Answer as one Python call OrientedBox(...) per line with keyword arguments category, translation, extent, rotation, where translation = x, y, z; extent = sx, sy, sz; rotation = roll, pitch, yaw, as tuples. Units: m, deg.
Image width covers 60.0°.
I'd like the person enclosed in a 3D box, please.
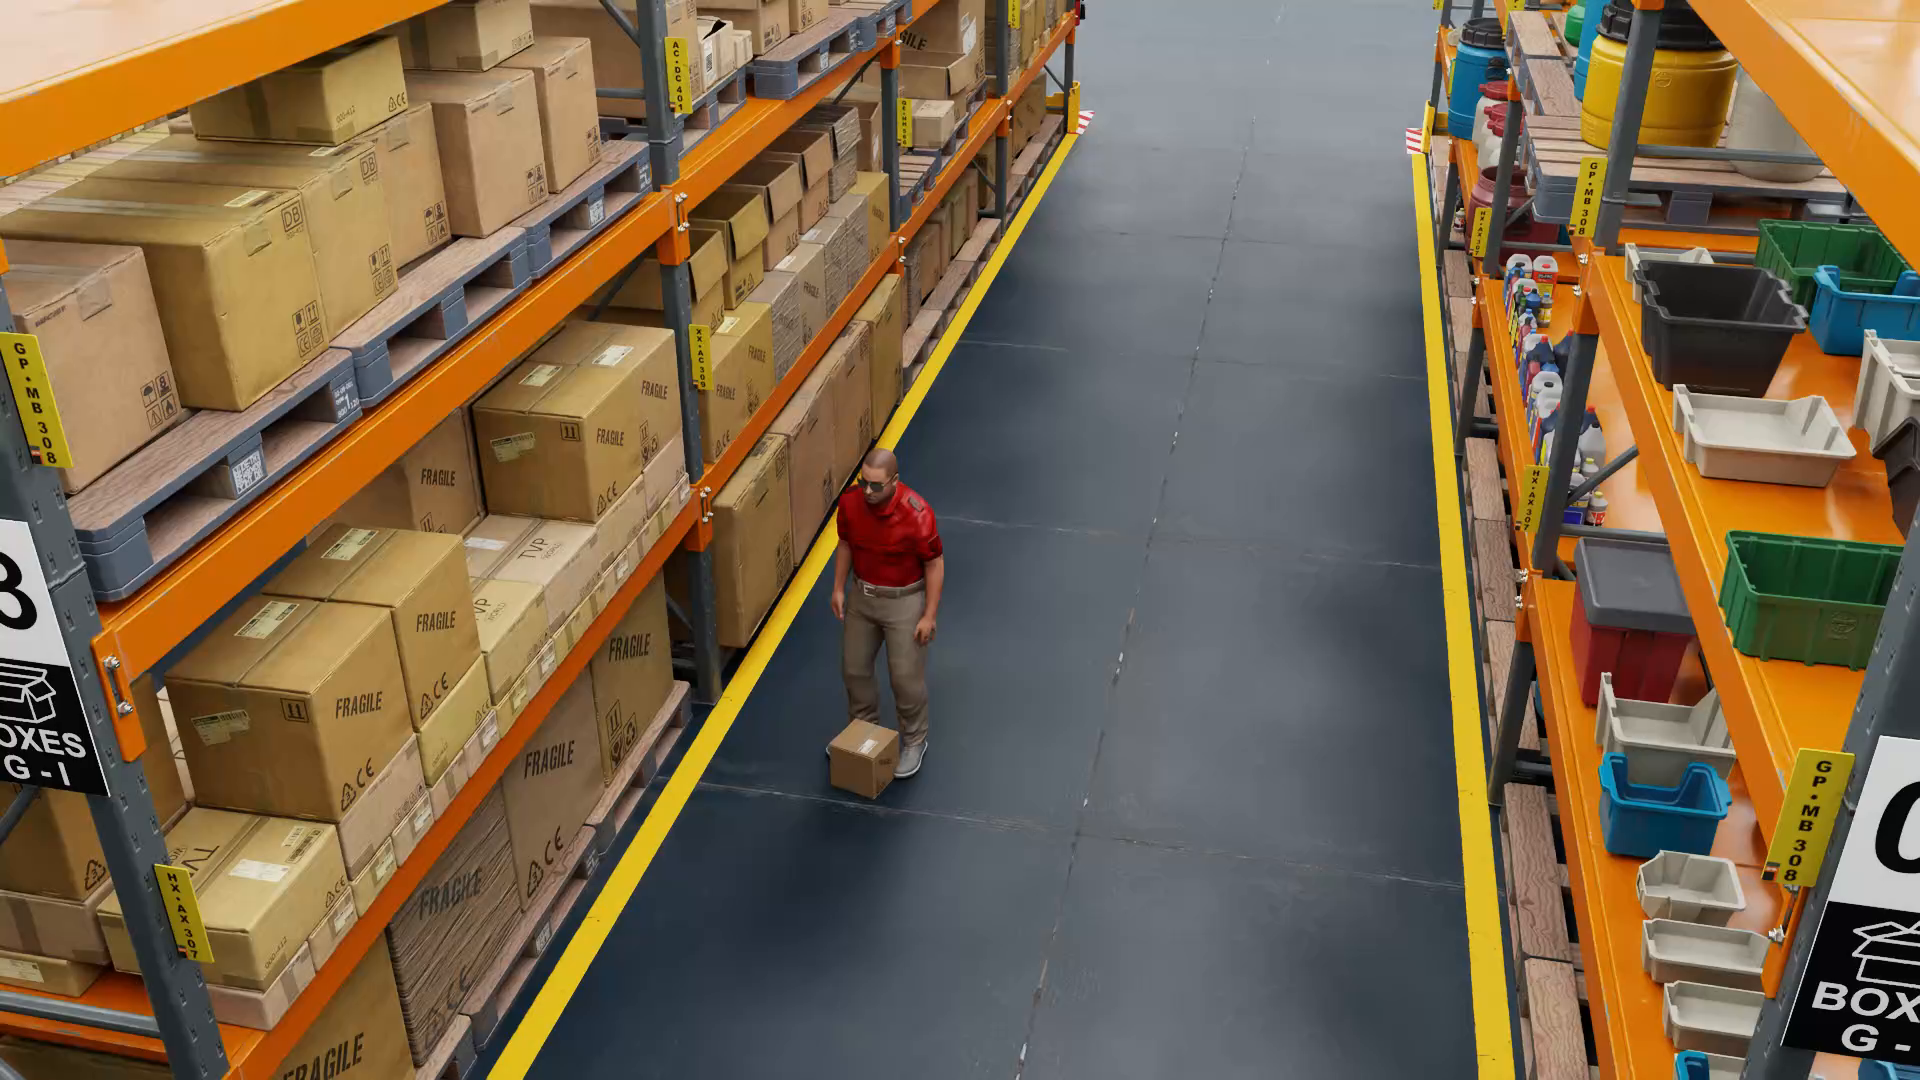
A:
OrientedBox(category="person", translation=(-0.362, 0.319, 8.052), extent=(0.585, 1.726, 0.396), rotation=(14, 32, 24))
